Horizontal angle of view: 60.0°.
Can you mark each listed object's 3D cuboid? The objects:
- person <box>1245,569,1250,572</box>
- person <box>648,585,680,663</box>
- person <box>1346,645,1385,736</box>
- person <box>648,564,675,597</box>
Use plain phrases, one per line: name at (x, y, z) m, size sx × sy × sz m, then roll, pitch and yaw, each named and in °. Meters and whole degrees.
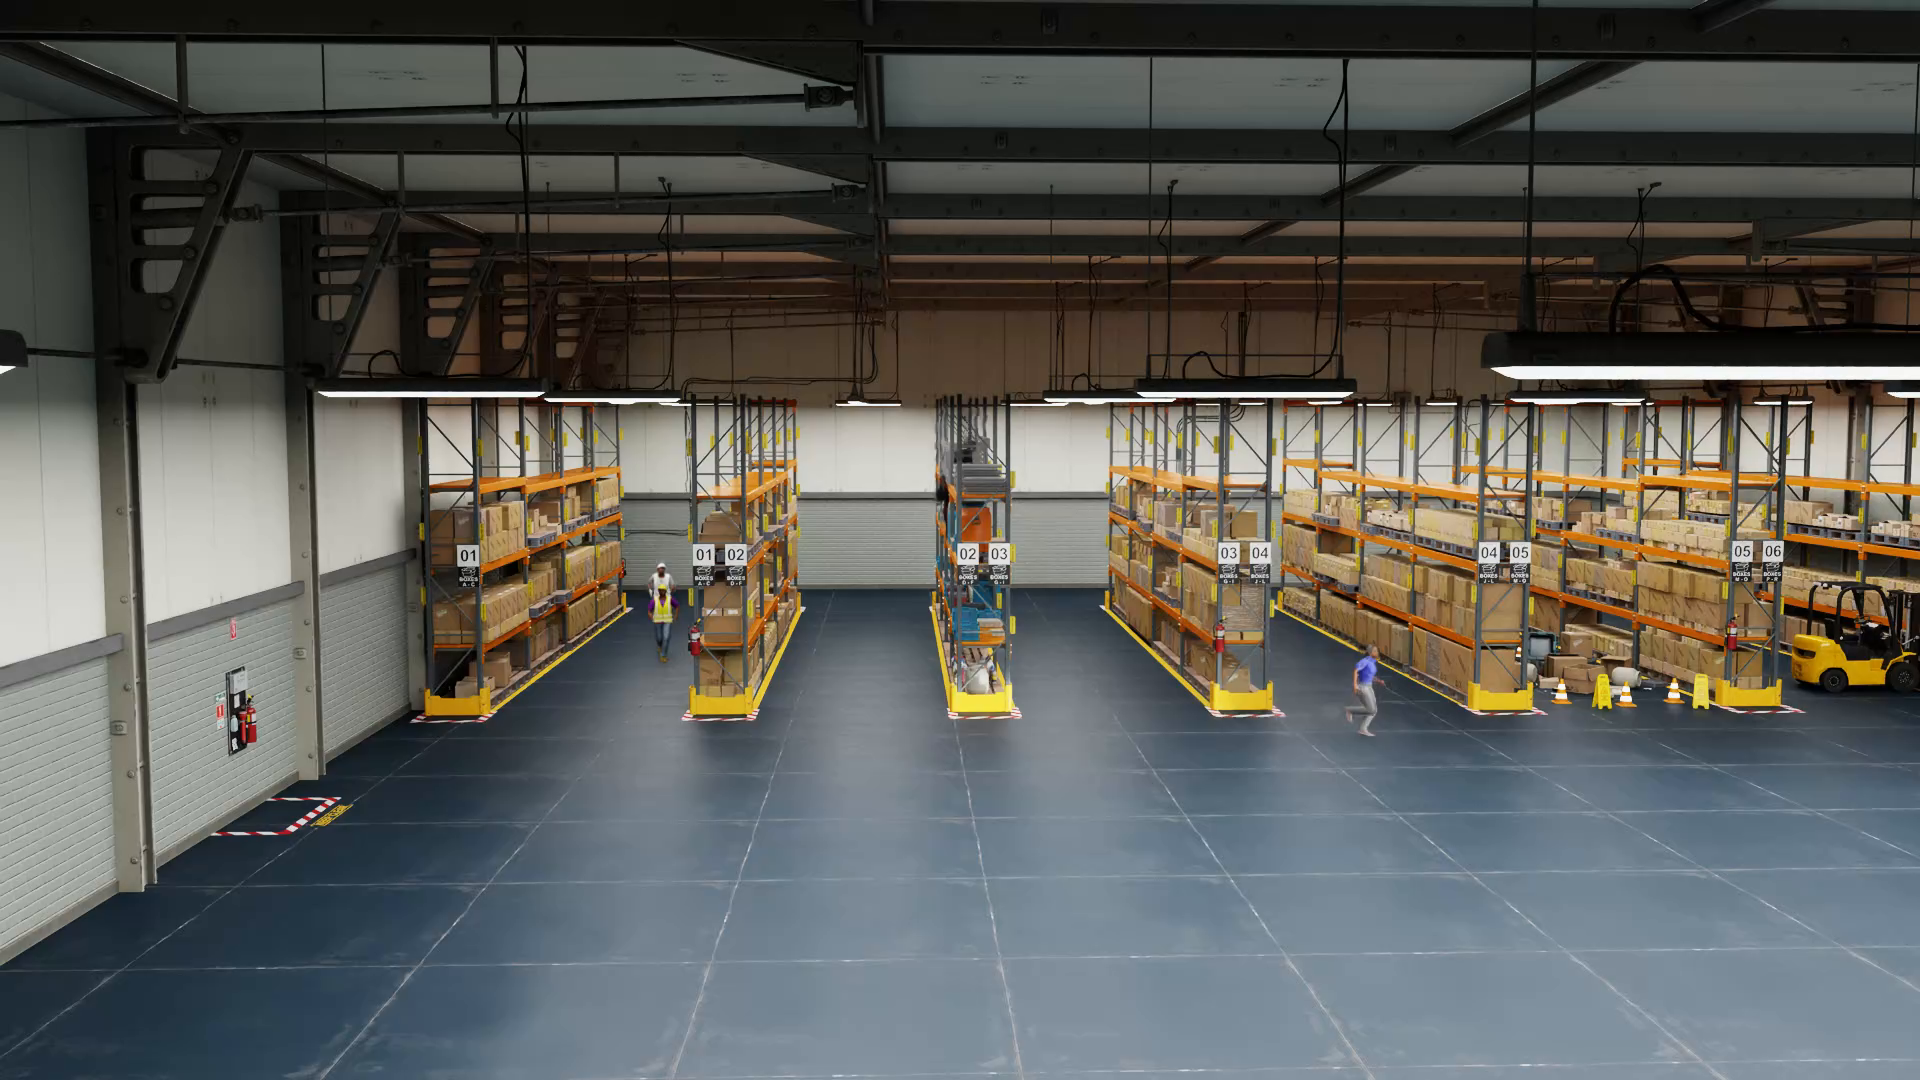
person at (8.179, 1.164, 47.590) m, size 0.563 × 1.704 × 0.688 m, roll 2°, pitch 5°, yaw 21°
person at (-6.763, 1.884, 37.950) m, size 0.712 × 1.745 × 0.870 m, roll 0°, pitch 5°, yaw -6°
person at (7.125, 2.646, 29.226) m, size 0.660 × 1.614 × 0.612 m, roll 3°, pitch 5°, yaw 33°
person at (-7.683, 1.483, 42.763) m, size 0.687 × 1.771 × 0.883 m, roll -1°, pitch 5°, yaw -10°
